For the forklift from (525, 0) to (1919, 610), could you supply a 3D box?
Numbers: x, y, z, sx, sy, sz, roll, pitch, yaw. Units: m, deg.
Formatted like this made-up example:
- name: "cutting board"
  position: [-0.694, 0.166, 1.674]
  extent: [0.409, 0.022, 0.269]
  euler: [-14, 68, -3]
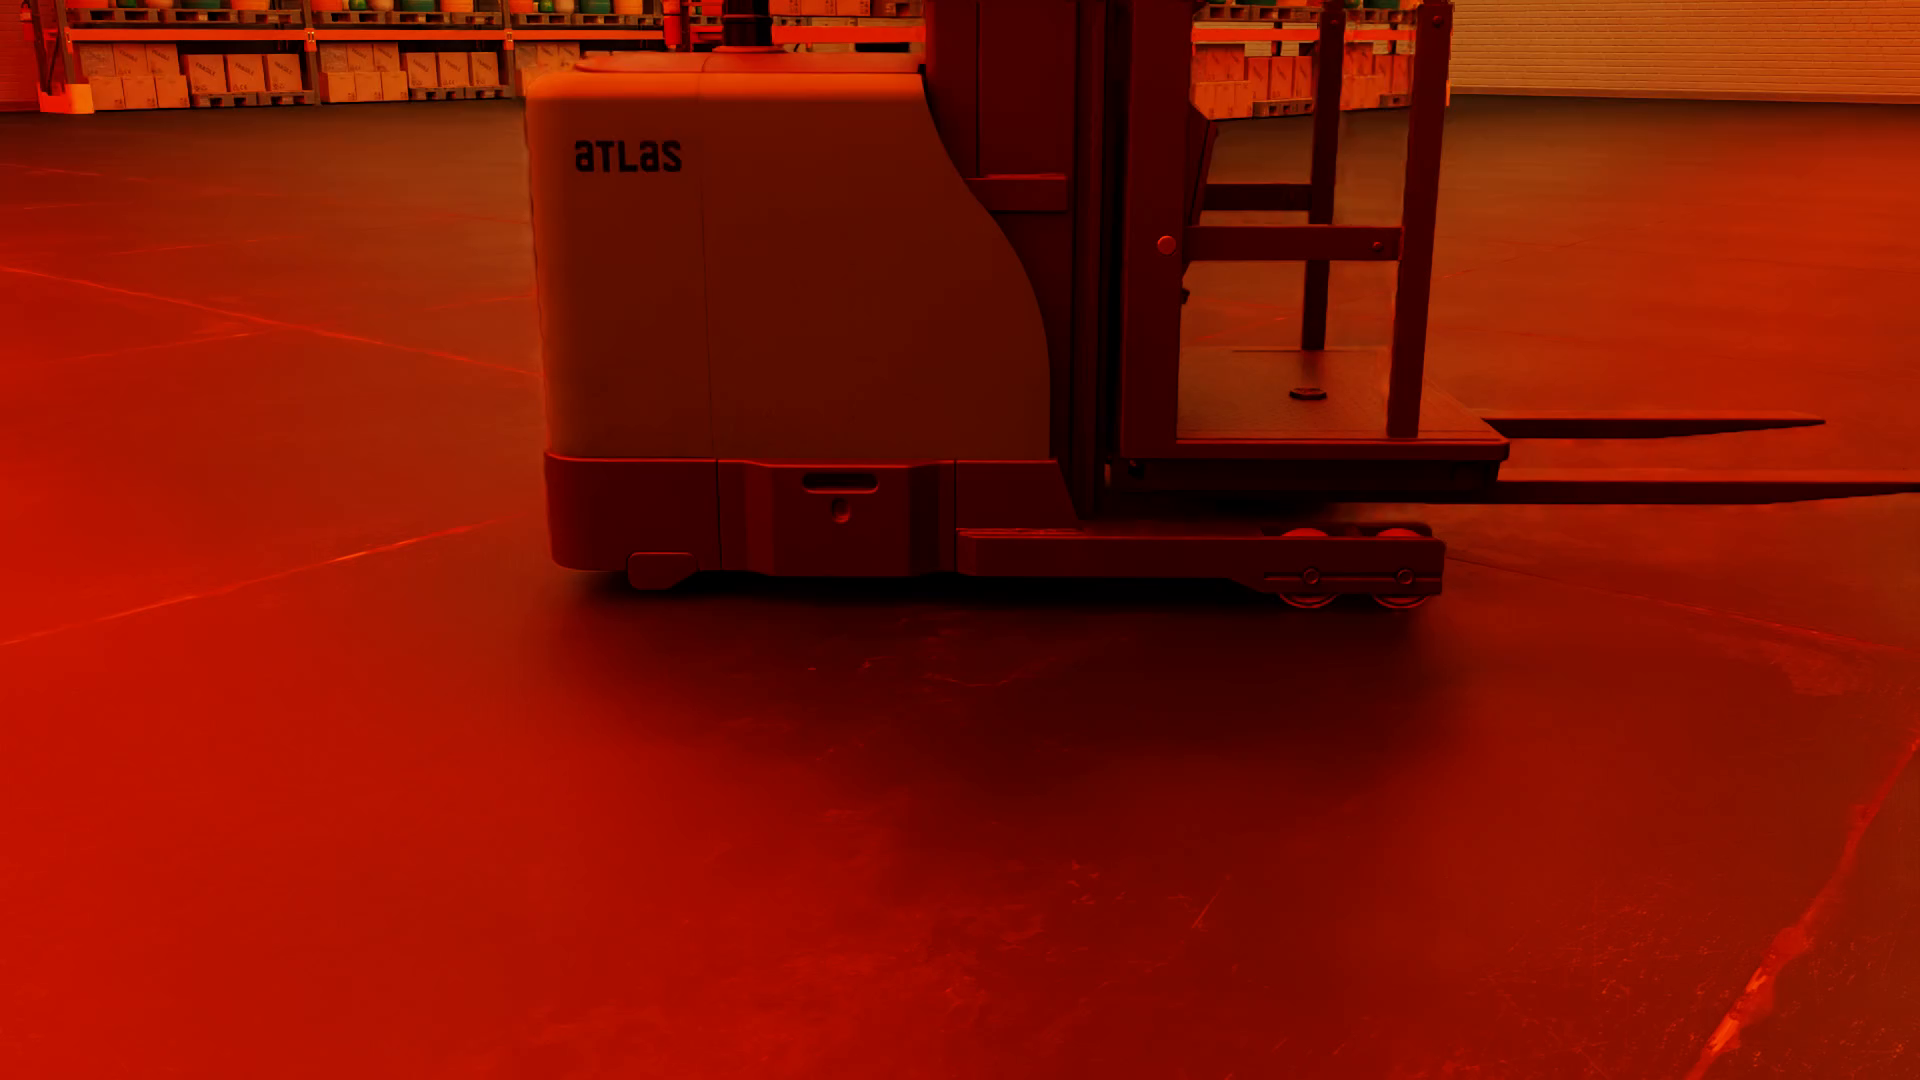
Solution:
- name: "forklift"
  position: [0.646, -1.414, 3.554]
  extent: [3.031, 2.935, 1.130]
  euler: [0, 17, 1]
